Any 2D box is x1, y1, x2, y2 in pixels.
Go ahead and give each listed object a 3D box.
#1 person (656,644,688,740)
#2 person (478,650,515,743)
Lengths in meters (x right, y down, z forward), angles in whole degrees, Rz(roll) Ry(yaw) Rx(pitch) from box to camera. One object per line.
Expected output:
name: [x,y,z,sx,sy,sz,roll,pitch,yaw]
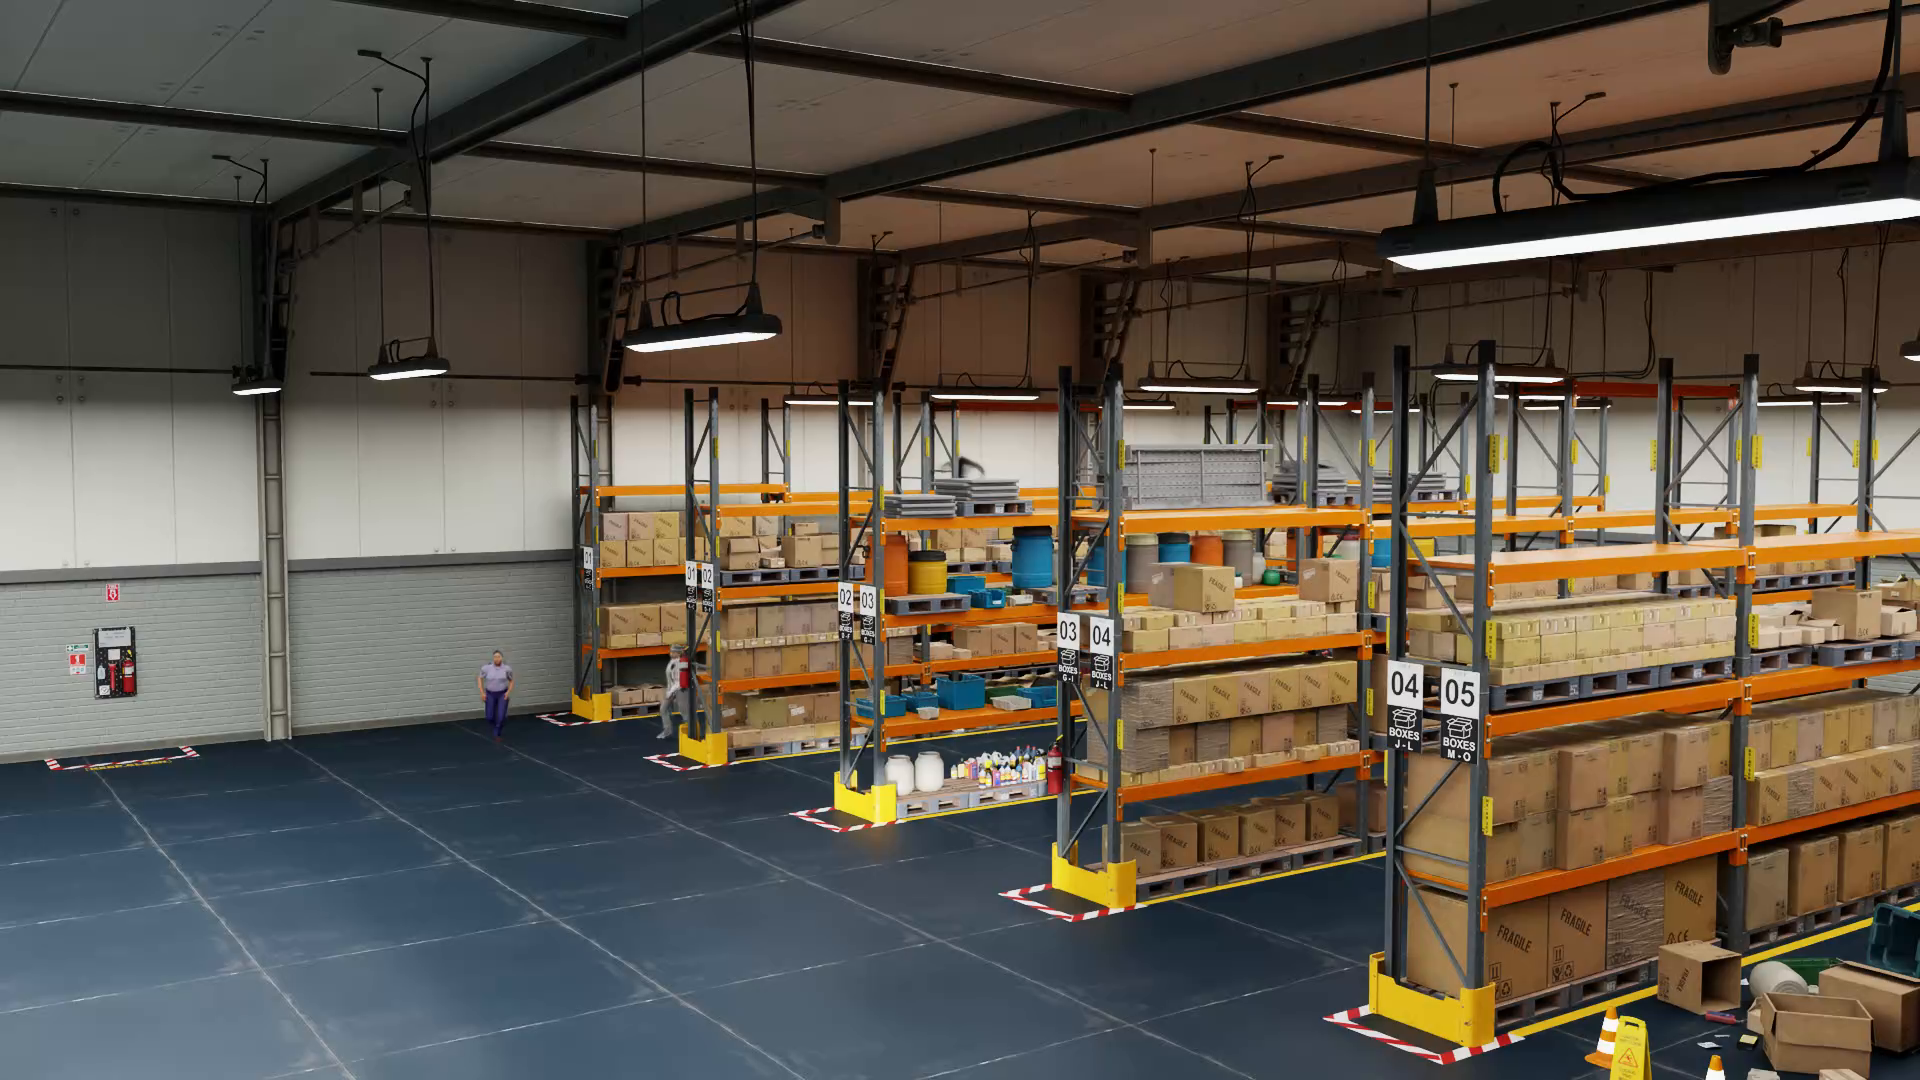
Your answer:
person: [-4.832,2.597,28.584,0.695,1.673,0.579,-3,5,-42]
person: [-7.933,2.669,28.481,0.610,1.582,0.538,-1,4,-12]
